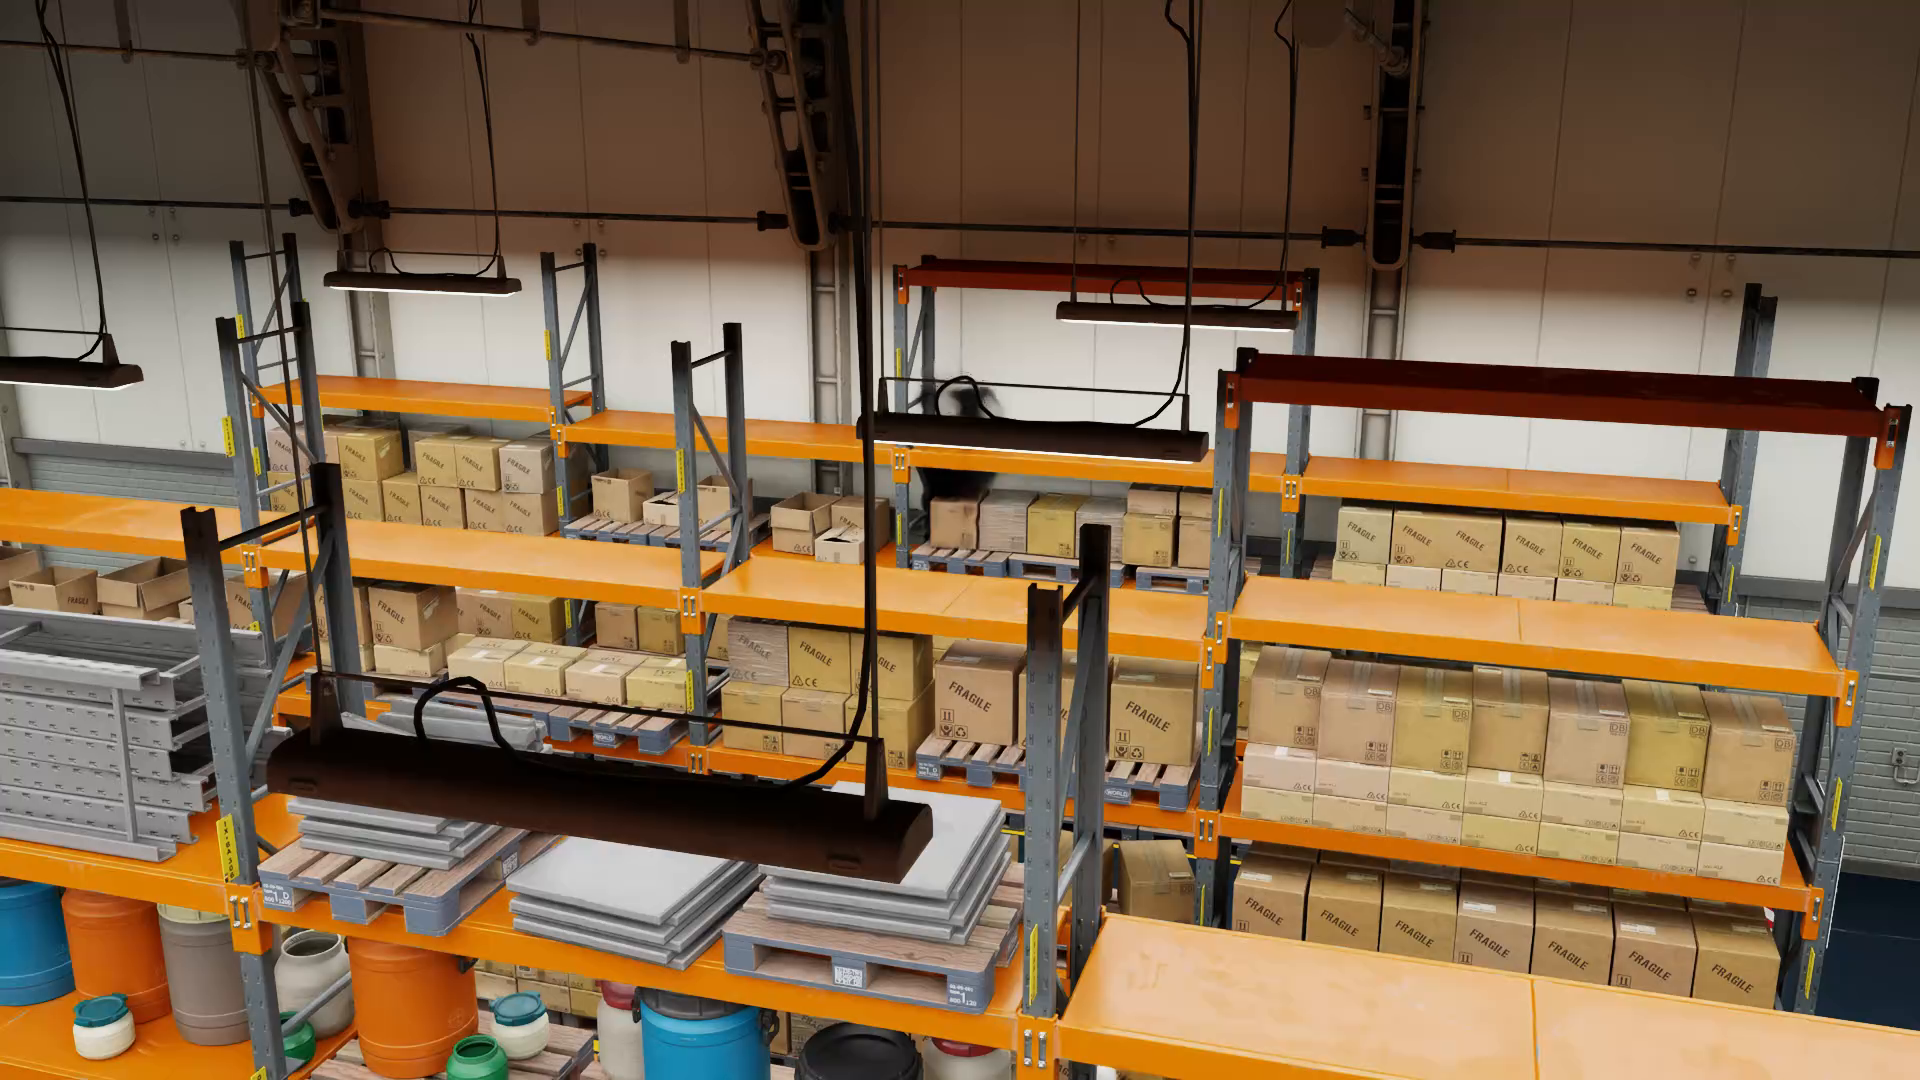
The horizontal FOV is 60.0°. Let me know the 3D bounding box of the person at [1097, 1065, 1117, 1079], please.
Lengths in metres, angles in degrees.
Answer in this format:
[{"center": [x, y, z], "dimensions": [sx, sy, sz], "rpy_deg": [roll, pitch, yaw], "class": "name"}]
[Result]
[{"center": [0.871, 4.189, 10.899], "dimensions": [0.998, 1.771, 0.683], "rpy_deg": [2, 16, 7], "class": "person"}]
